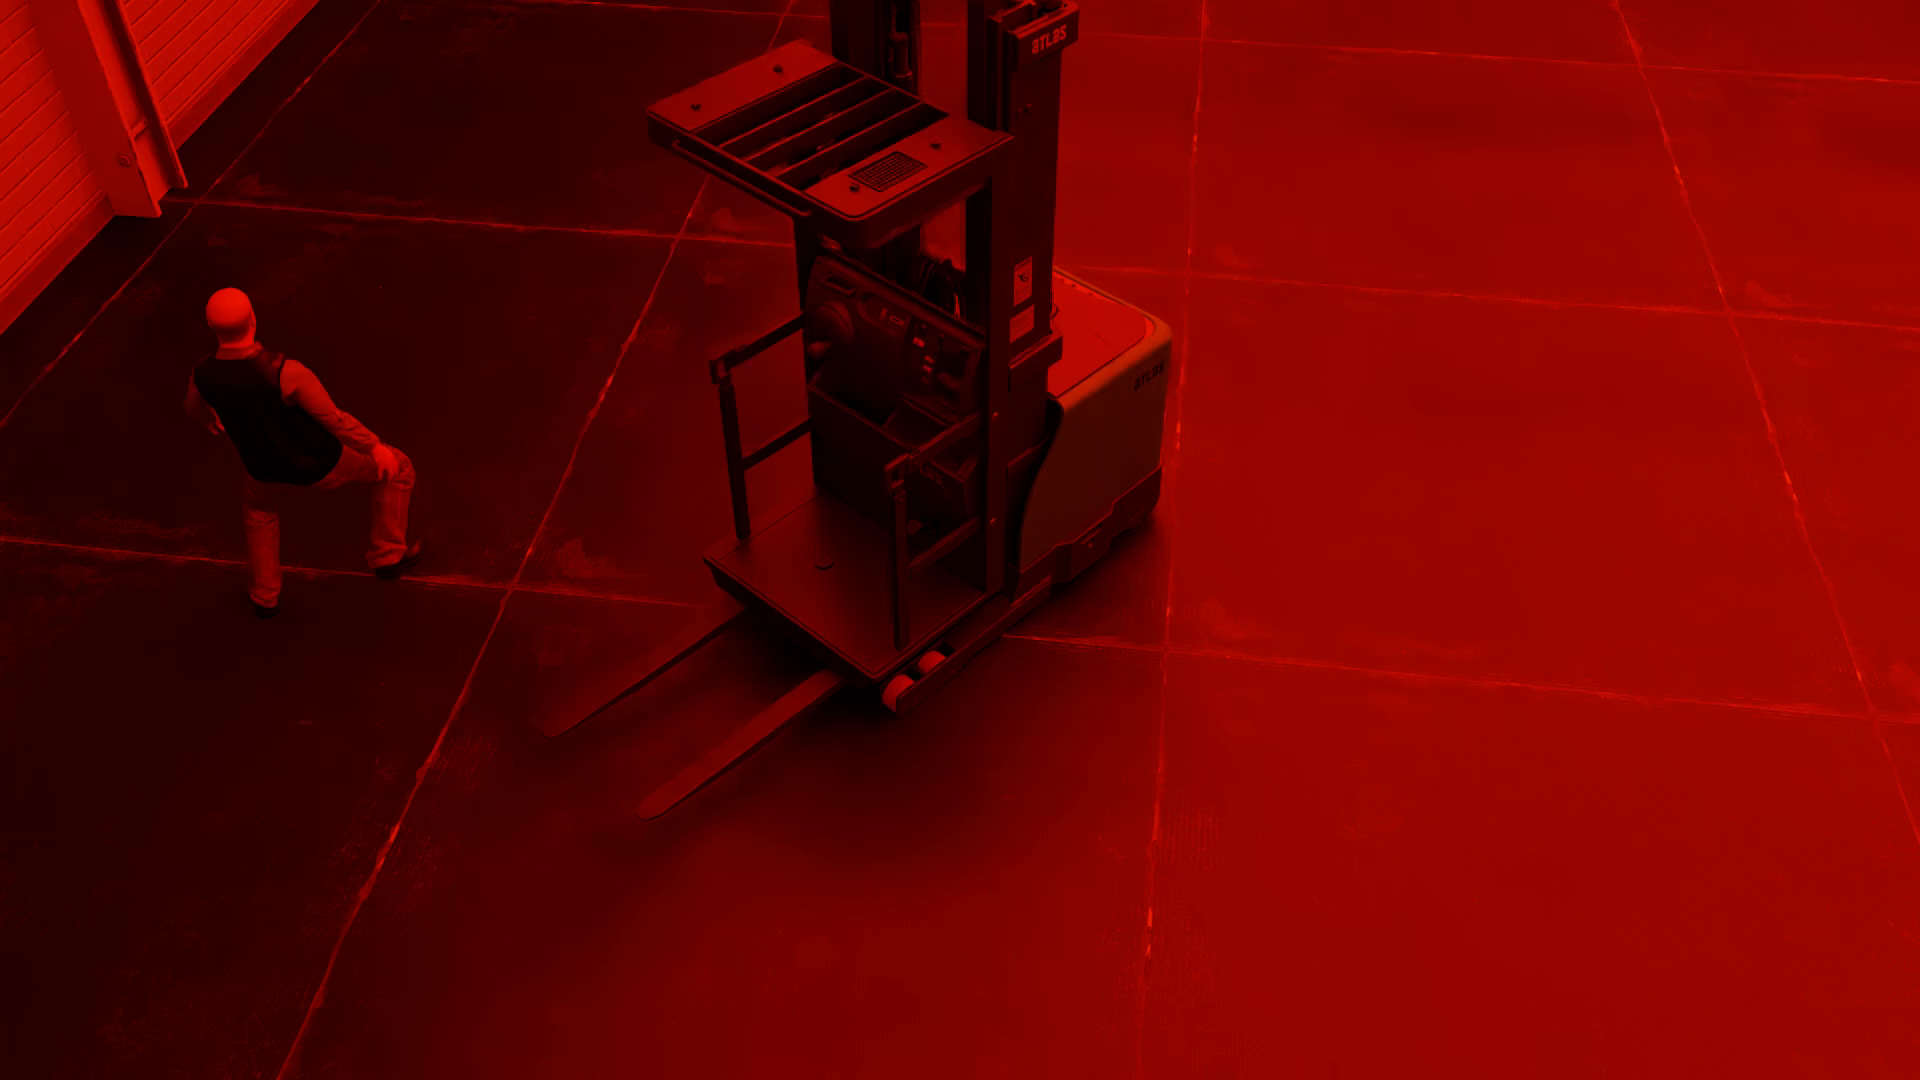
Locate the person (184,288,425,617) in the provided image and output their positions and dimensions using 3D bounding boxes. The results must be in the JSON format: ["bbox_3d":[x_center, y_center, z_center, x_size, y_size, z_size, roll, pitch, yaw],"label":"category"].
[{"bbox_3d":[-2.879,-0.412,7.170,0.925,1.608,0.633,7,43,7],"label":"person"}]

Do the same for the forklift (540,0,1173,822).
[{"bbox_3d":[-0.419,-0.734,6.524,1.130,2.935,3.031,32,52,30],"label":"forklift"}]
